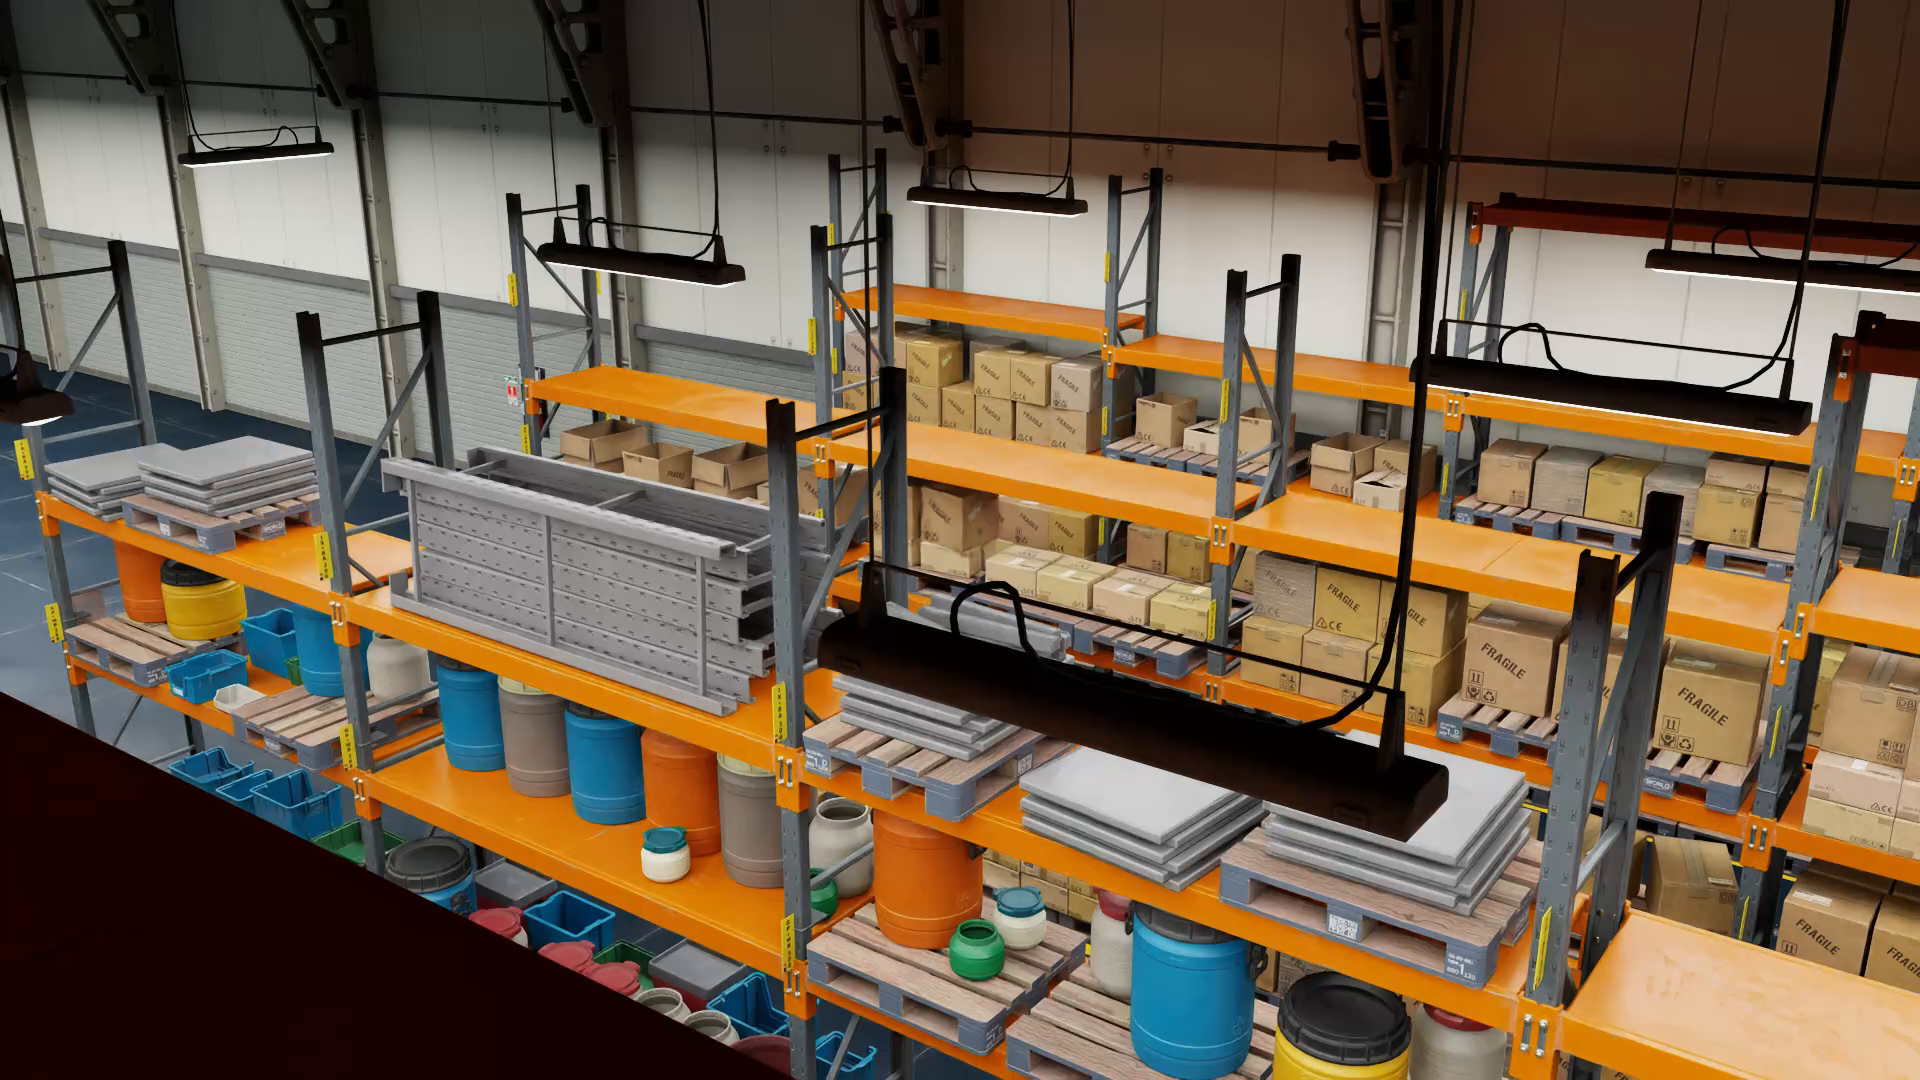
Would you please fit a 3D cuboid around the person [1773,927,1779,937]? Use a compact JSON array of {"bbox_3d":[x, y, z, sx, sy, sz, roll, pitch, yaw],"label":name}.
[{"bbox_3d":[7.509,2.794,13.960,1.087,1.712,0.605,11,21,29],"label":"person"}]
